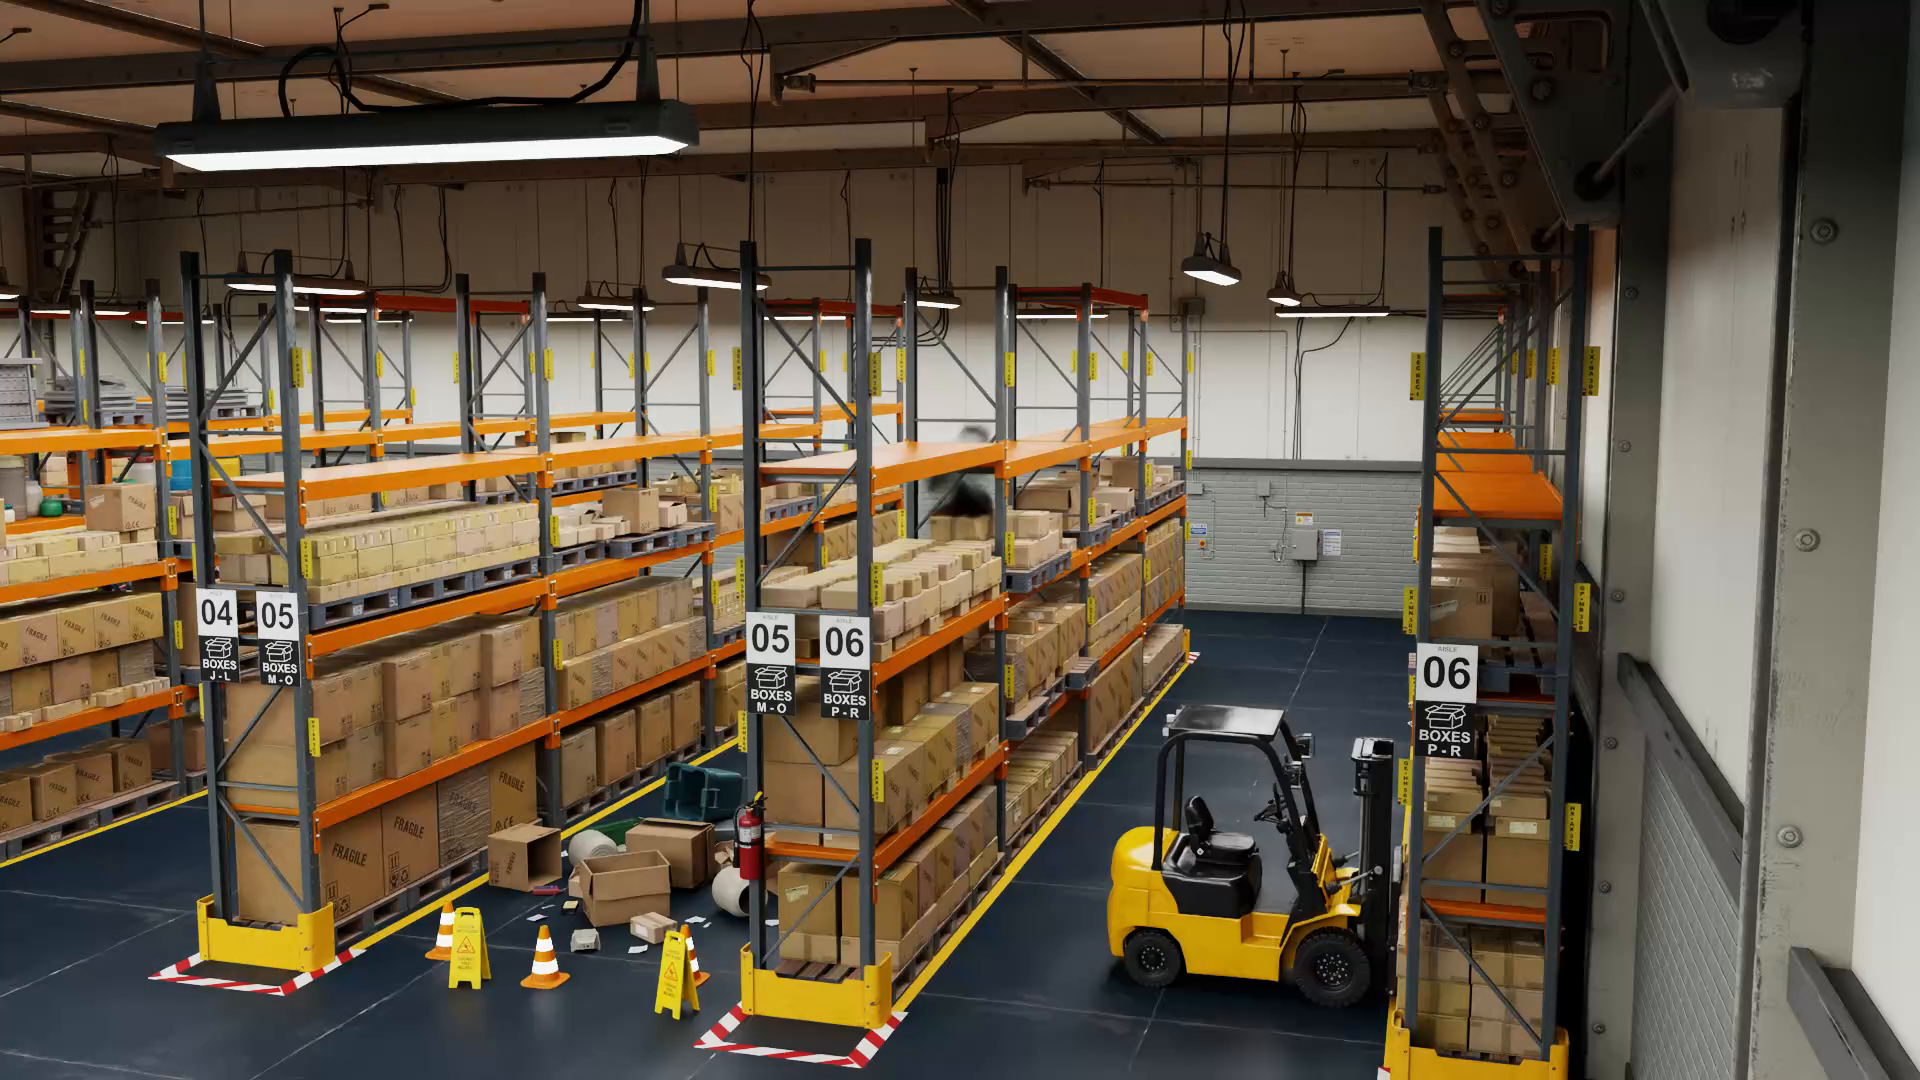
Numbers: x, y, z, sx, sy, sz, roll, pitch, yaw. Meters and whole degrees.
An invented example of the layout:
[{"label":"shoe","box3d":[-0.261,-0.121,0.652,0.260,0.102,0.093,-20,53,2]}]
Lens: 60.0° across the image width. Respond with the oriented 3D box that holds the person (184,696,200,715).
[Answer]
[{"label":"person","box3d":[-10.846,1.677,23.222,0.623,1.790,0.924,1,6,6]}]
